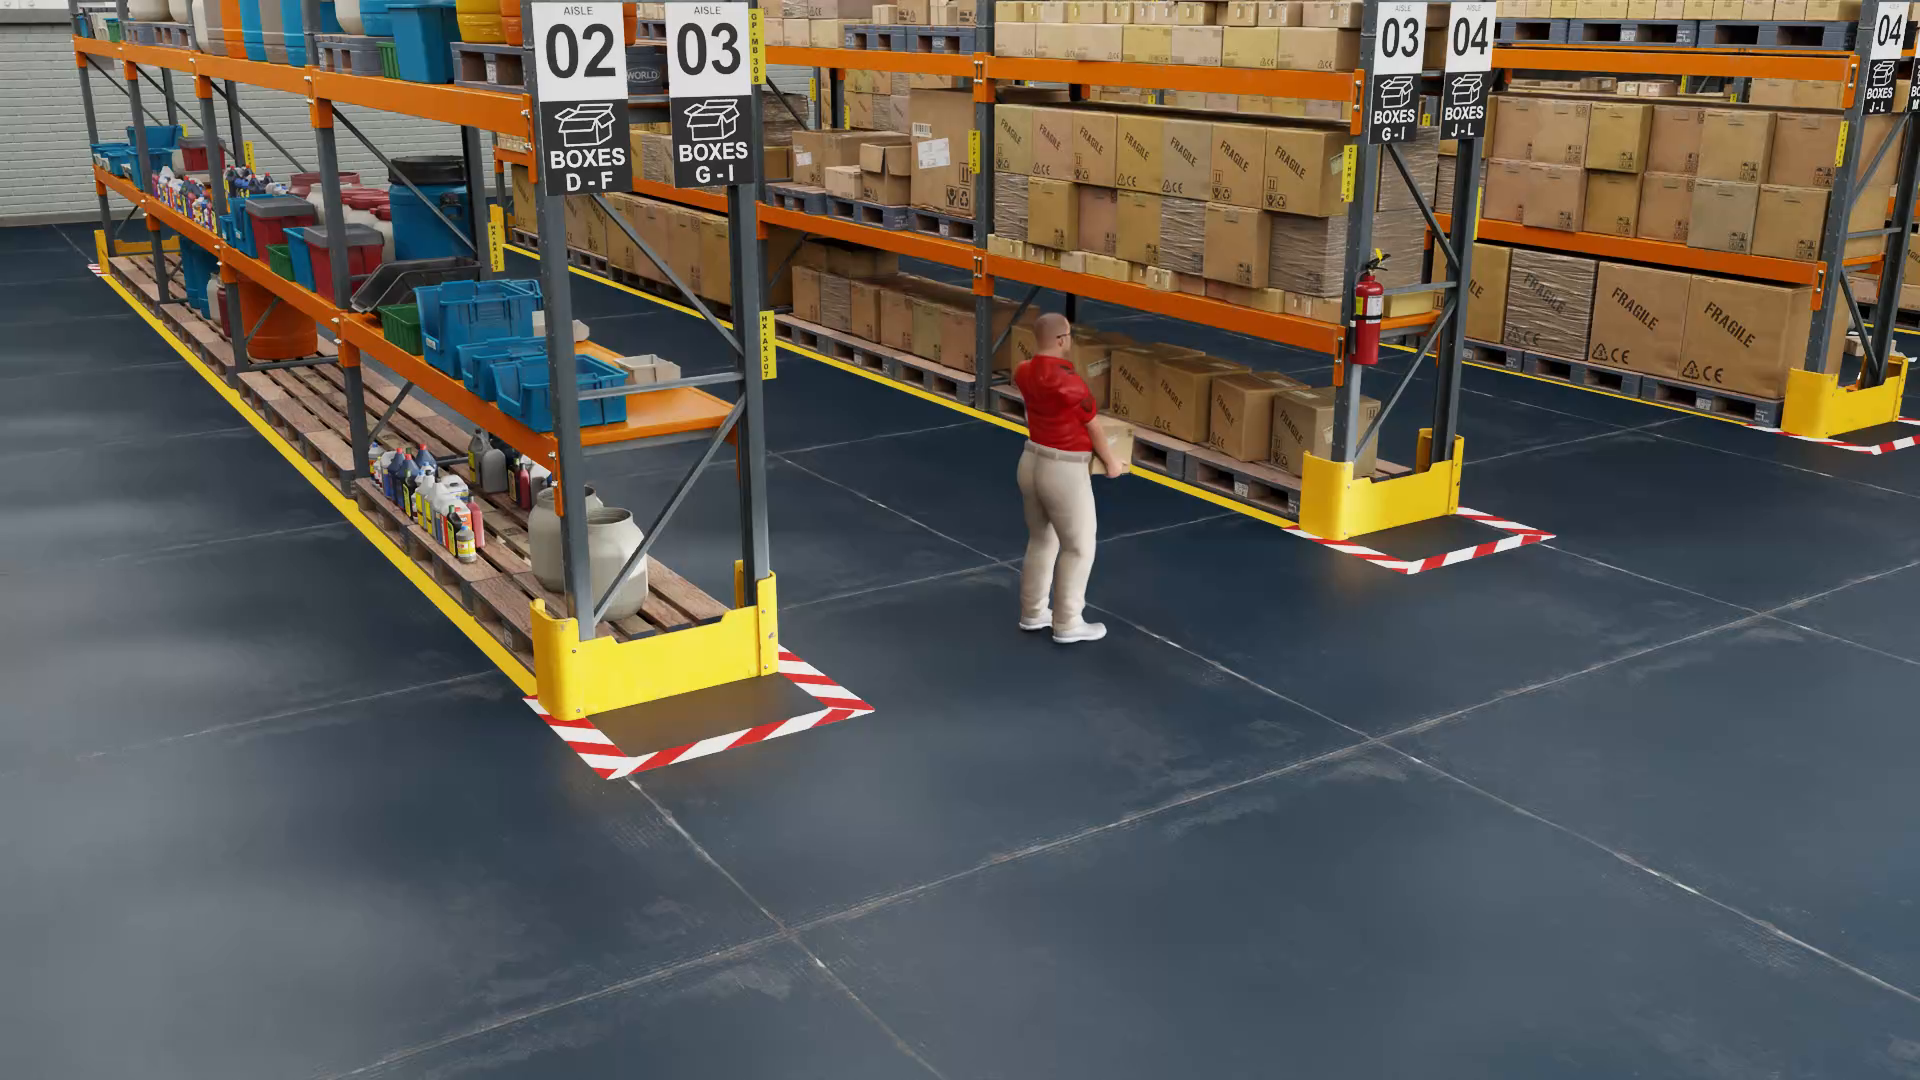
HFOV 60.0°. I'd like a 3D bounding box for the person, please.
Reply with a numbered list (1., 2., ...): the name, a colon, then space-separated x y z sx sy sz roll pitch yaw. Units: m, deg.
1. person: 0.569 -0.336 8.637 0.541 1.724 0.490 -11 21 -31
